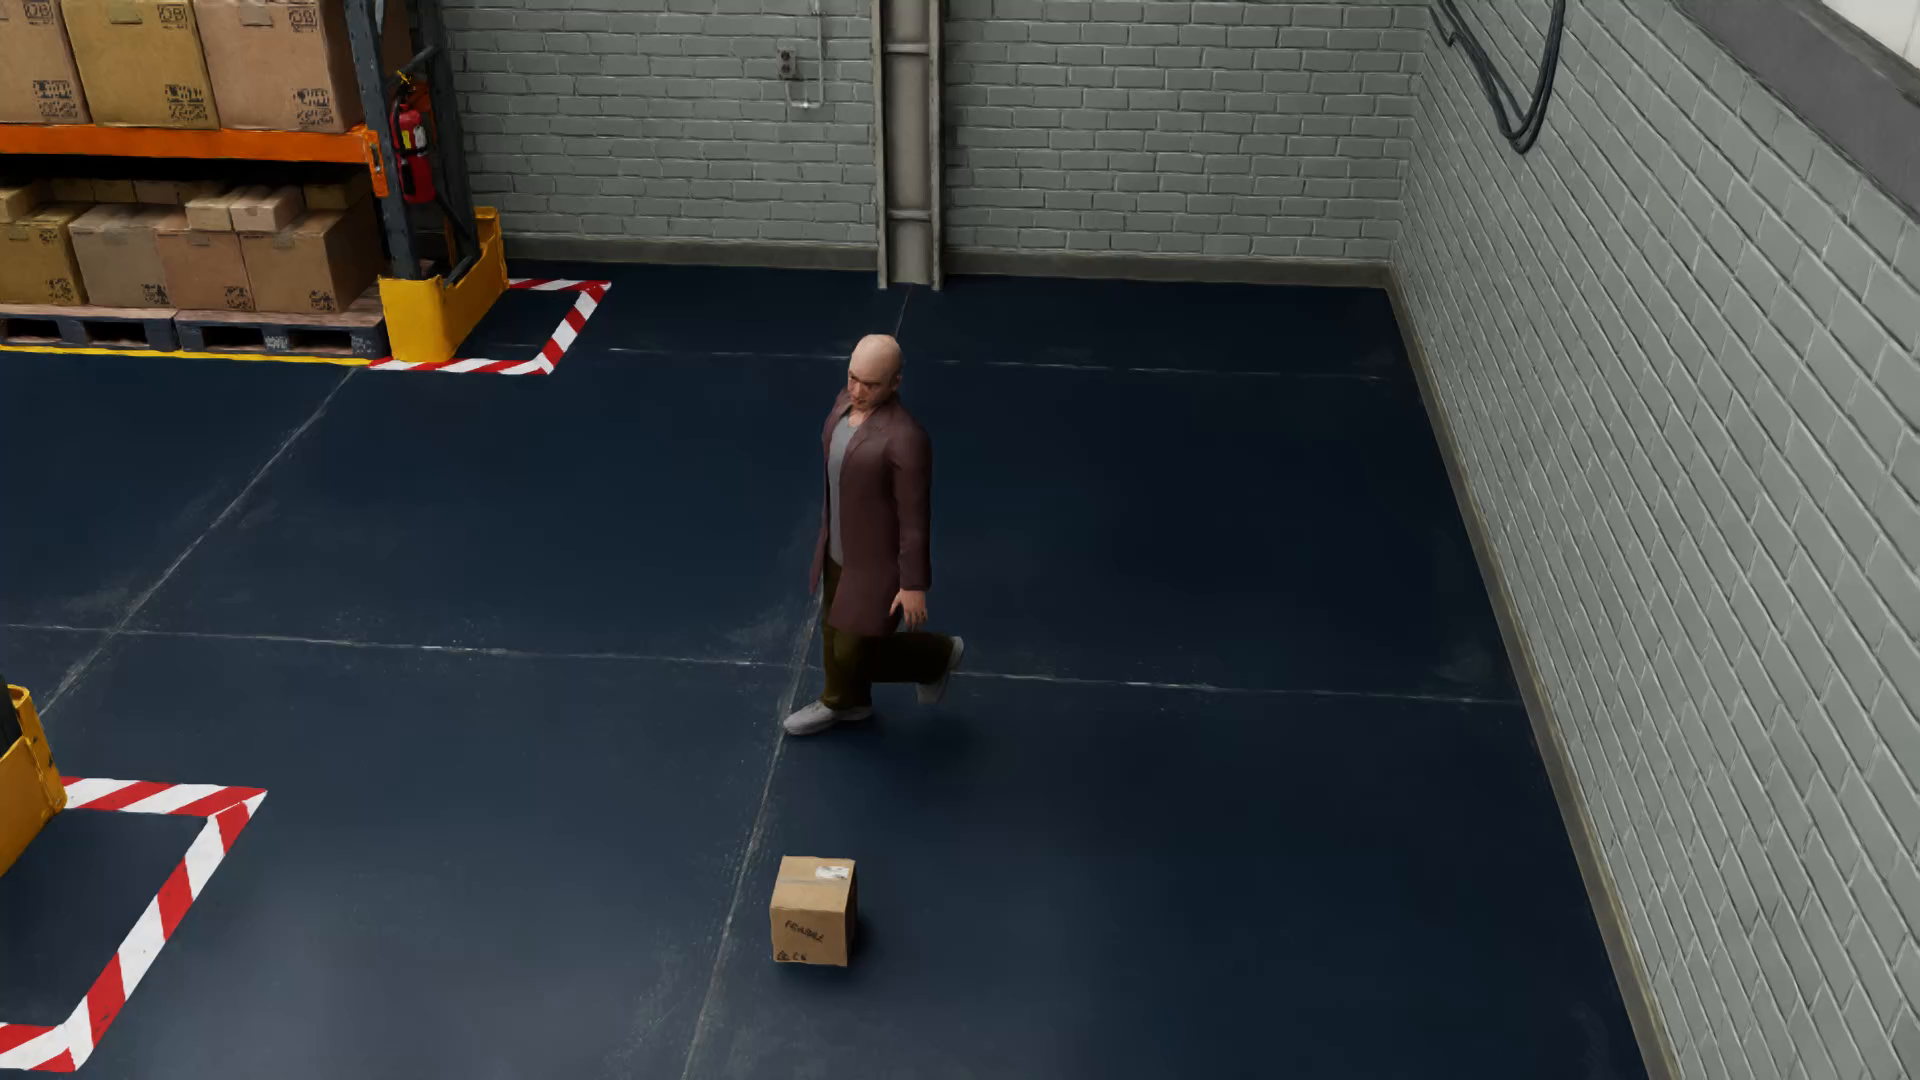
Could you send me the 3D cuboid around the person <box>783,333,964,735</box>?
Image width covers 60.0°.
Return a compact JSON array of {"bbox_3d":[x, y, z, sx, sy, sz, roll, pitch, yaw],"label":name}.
[{"bbox_3d":[-0.295,0.030,6.089,0.657,1.755,0.685,-18,36,-27],"label":"person"}]
